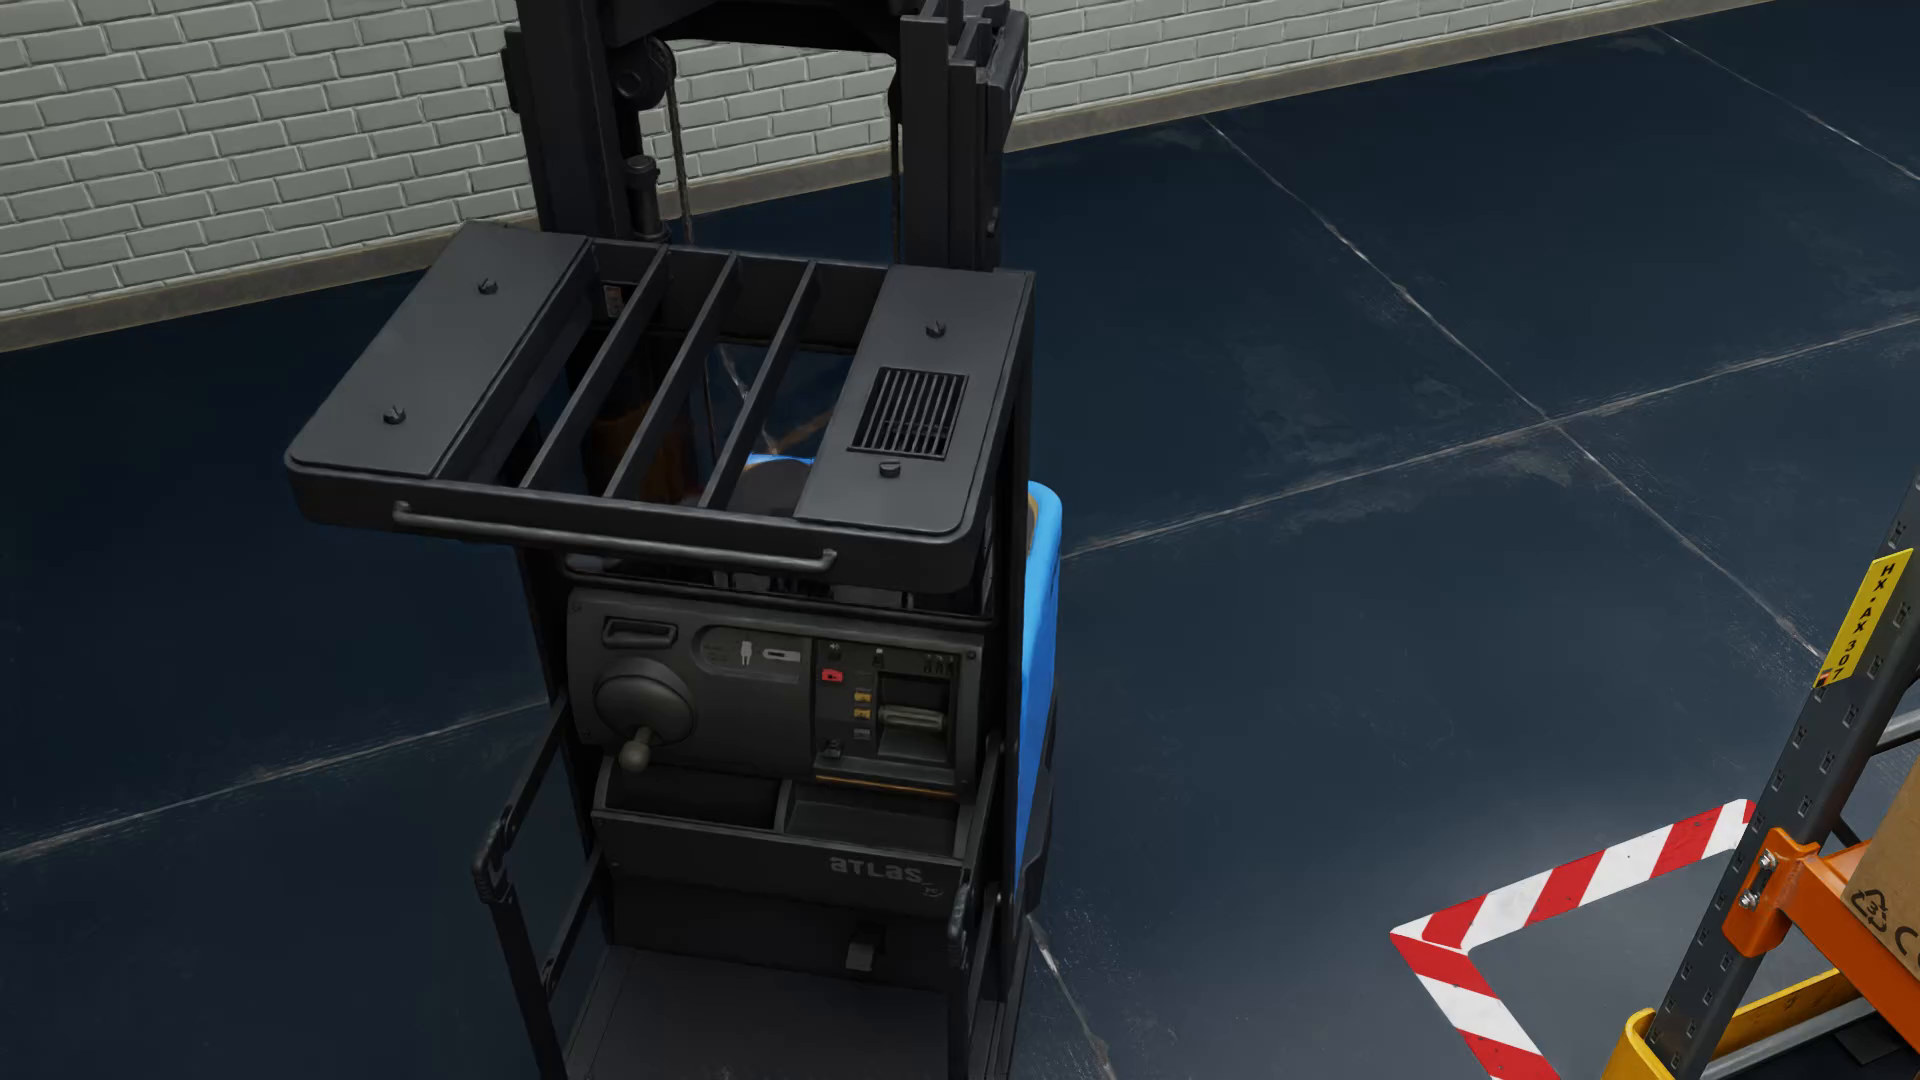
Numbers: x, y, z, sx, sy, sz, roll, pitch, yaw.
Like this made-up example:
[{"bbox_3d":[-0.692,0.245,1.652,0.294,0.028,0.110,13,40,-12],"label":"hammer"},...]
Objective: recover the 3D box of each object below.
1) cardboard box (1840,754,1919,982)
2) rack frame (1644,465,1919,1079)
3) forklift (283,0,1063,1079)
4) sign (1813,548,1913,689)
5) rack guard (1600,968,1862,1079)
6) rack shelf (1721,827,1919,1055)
[{"bbox_3d":[2.117,0.638,3.131,0.500,0.500,0.500,-14,43,-16],"label":"cardboard box"},{"bbox_3d":[2.190,0.343,3.551,1.000,3.000,0.127,-15,43,-17],"label":"rack frame"},{"bbox_3d":[-0.448,0.430,3.502,1.130,2.935,3.031,6,41,7],"label":"forklift"},{"bbox_3d":[1.689,0.150,3.111,0.100,0.325,0.005,-15,43,-17],"label":"sign"},{"bbox_3d":[2.220,1.336,4.313,1.175,0.500,0.348,-15,43,-17],"label":"rack guard"},{"bbox_3d":[2.956,1.820,2.384,1.077,0.370,4.000,-15,43,-17],"label":"rack shelf"}]
